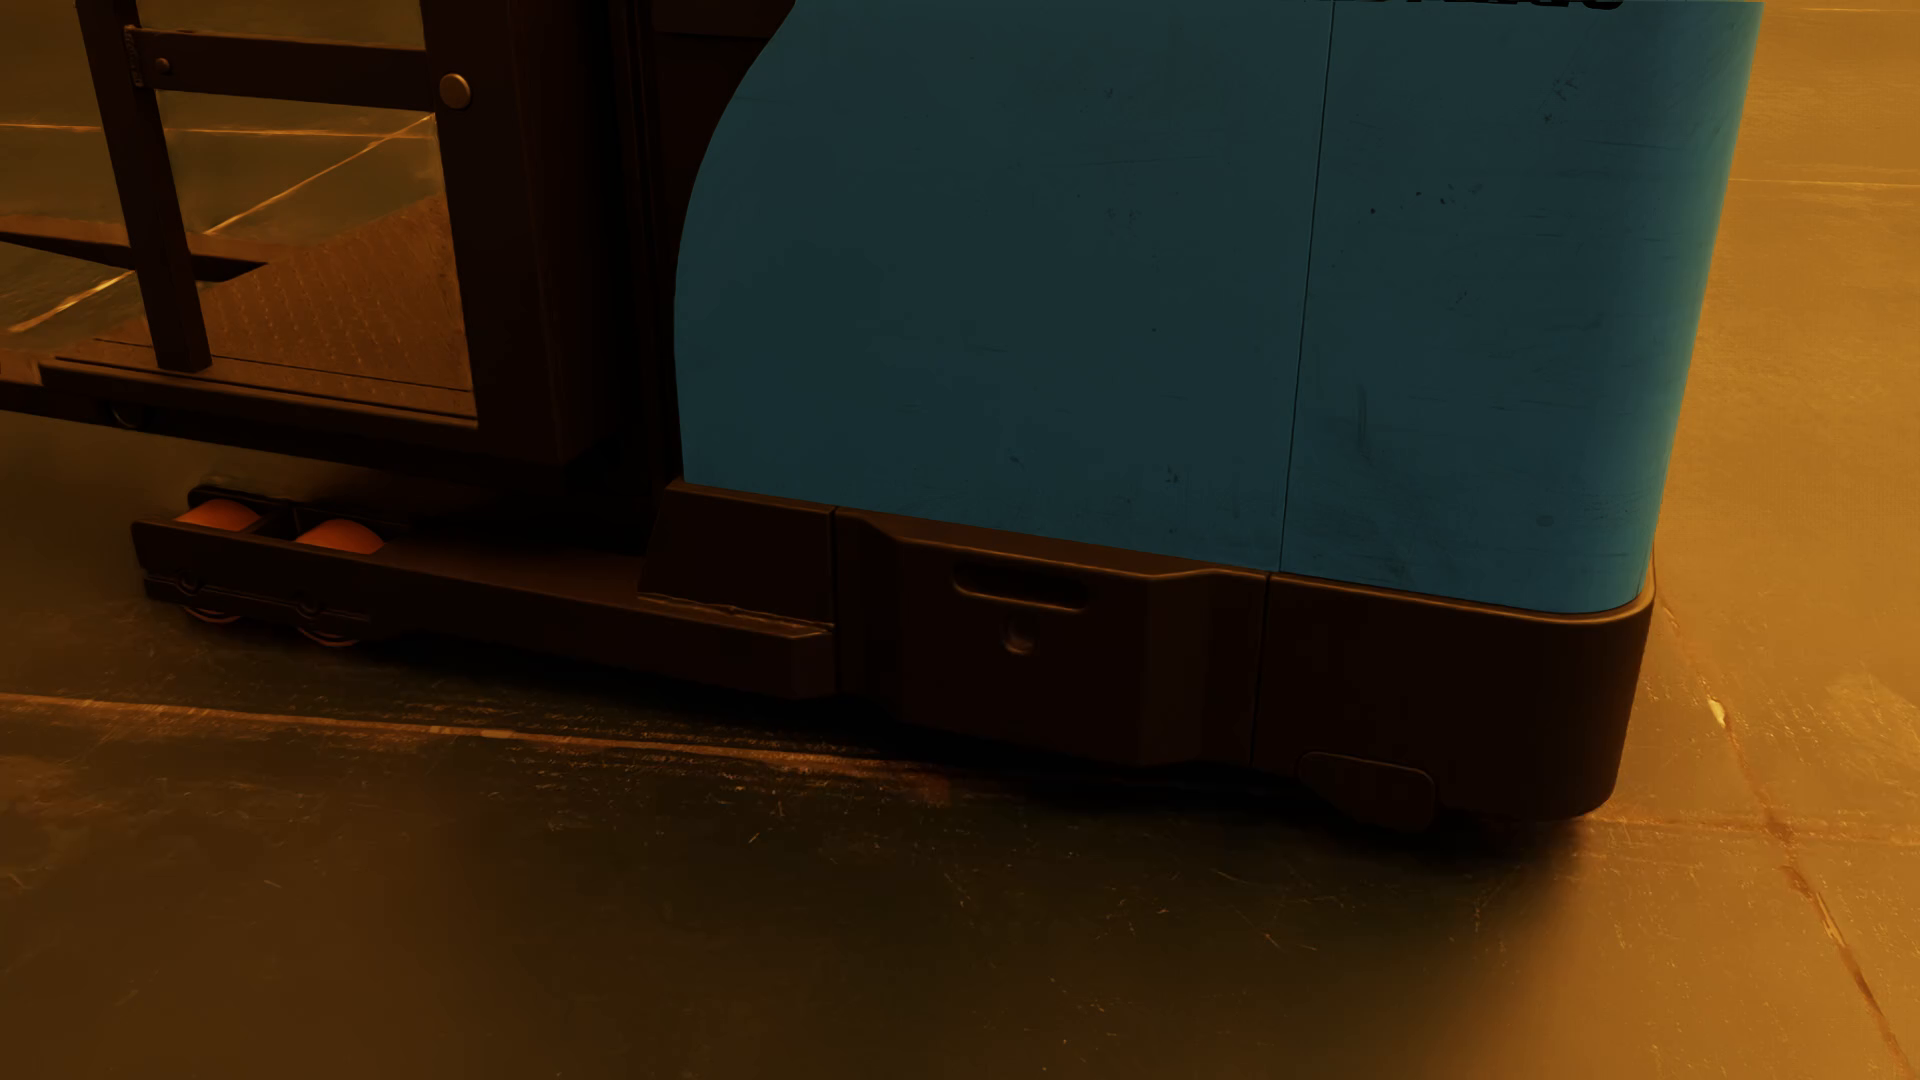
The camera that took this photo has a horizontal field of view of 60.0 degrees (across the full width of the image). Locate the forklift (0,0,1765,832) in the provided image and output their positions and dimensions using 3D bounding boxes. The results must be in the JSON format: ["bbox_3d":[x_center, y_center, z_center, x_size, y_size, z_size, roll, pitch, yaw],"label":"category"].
[{"bbox_3d":[-0.582,-1.381,1.985,3.031,2.935,1.130,9,28,17],"label":"forklift"}]
